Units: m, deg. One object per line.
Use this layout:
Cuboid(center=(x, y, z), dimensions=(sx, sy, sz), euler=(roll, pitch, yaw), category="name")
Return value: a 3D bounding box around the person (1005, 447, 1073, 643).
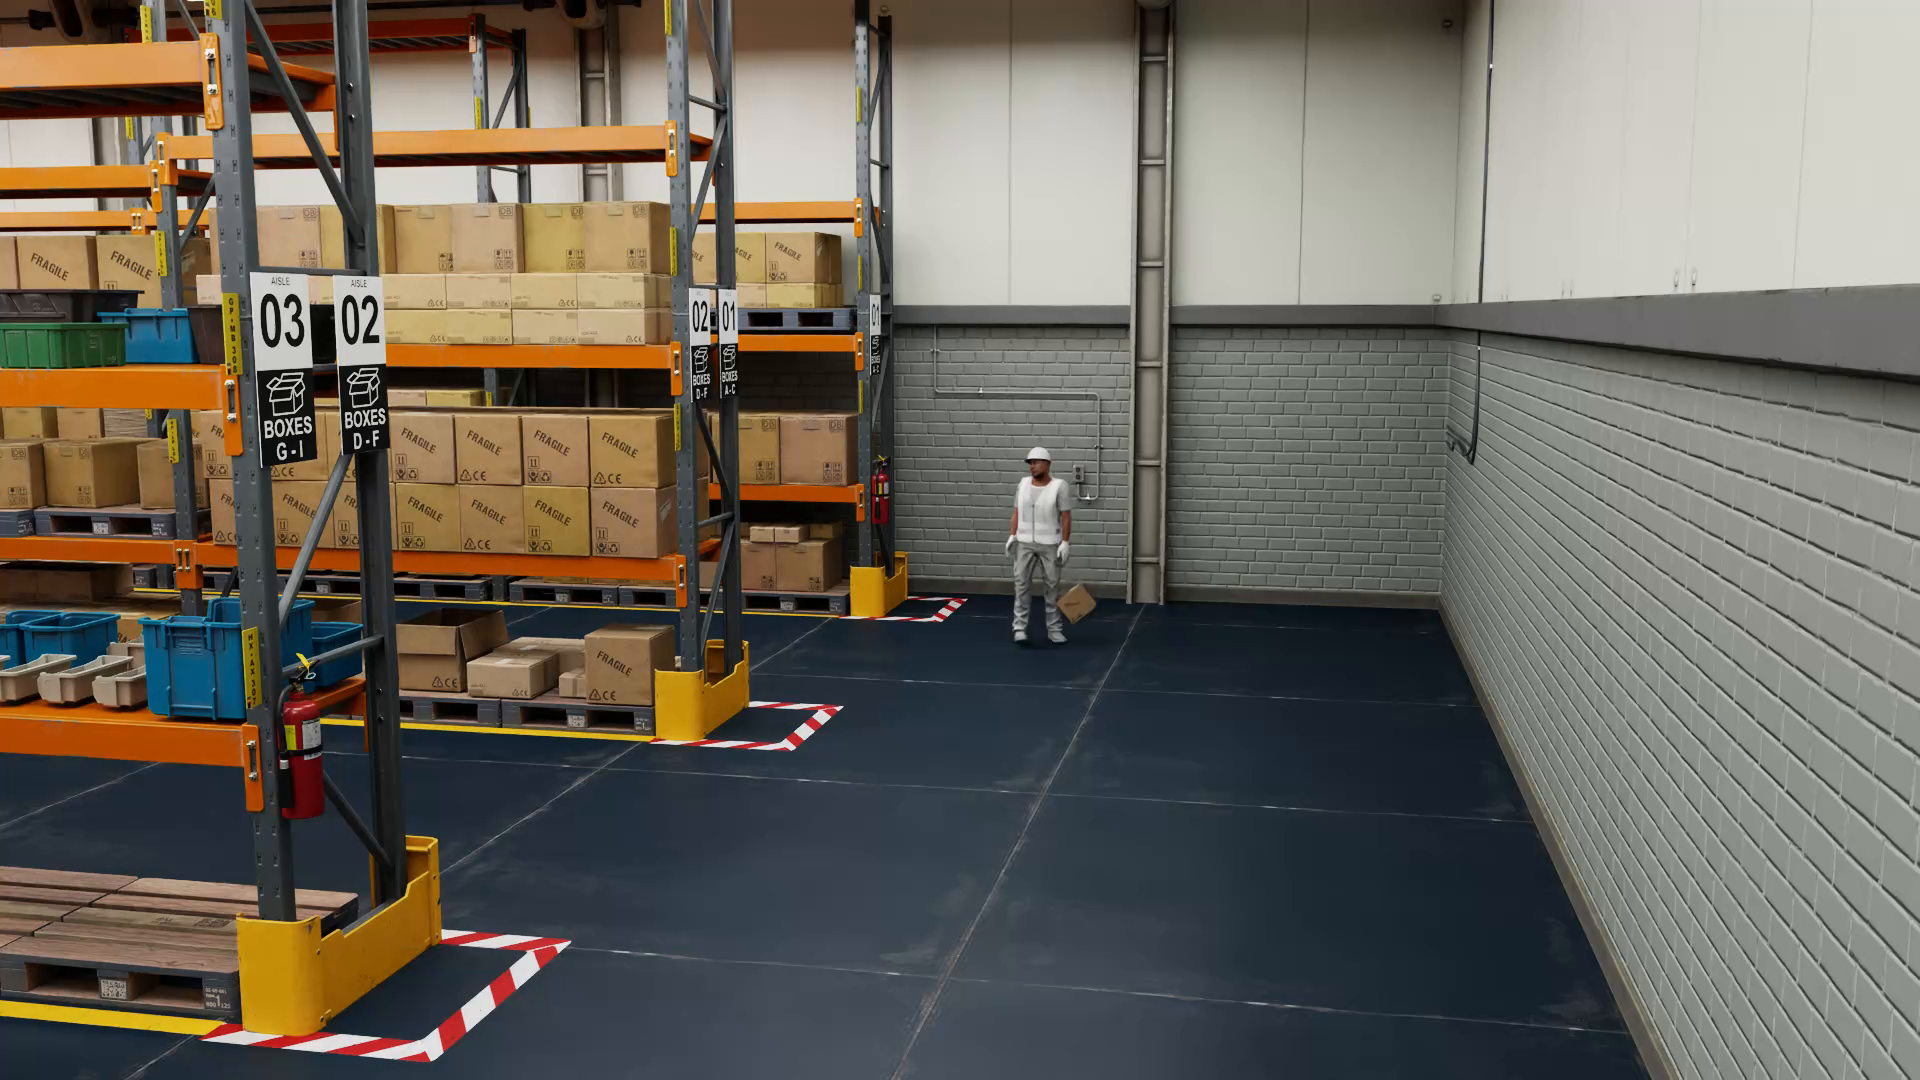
Cuboid(center=(0.708, 0.052, 15.166), dimensions=(0.593, 1.787, 0.543), euler=(3, 8, 20), category="person")
